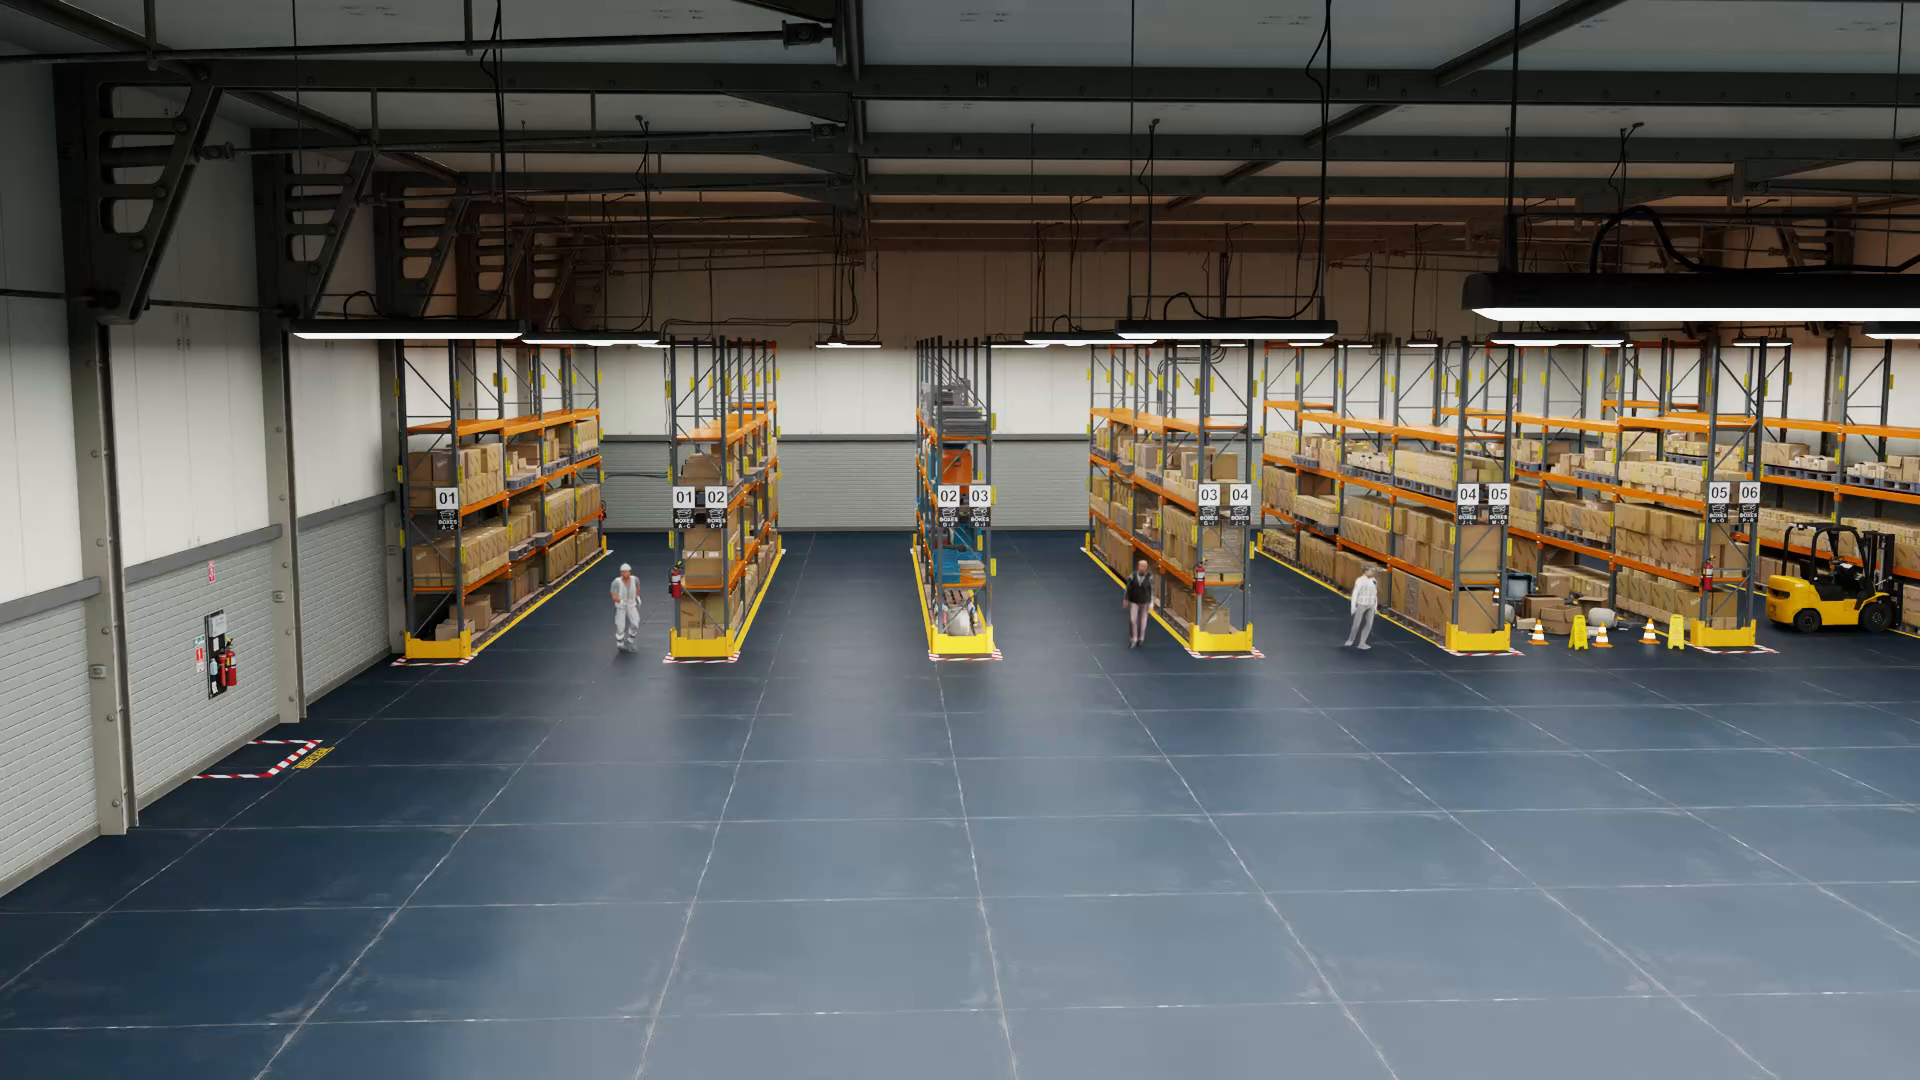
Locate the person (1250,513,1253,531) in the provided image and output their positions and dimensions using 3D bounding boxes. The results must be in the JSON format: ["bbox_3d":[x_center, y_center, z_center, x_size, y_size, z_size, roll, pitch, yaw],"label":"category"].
[{"bbox_3d":[7.687,-0.209,45.198,0.501,1.683,0.801,-1,7,-7],"label":"person"}]

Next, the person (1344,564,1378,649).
[{"bbox_3d":[7.740,1.273,32.027,0.594,1.651,0.484,-2,7,-21],"label":"person"}]

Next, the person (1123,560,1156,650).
[{"bbox_3d":[3.469,1.242,32.128,0.612,1.742,0.614,0,7,3],"label":"person"}]

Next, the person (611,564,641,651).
[{"bbox_3d":[-6.278,1.281,31.370,0.626,1.706,0.954,-3,7,-23],"label":"person"}]
